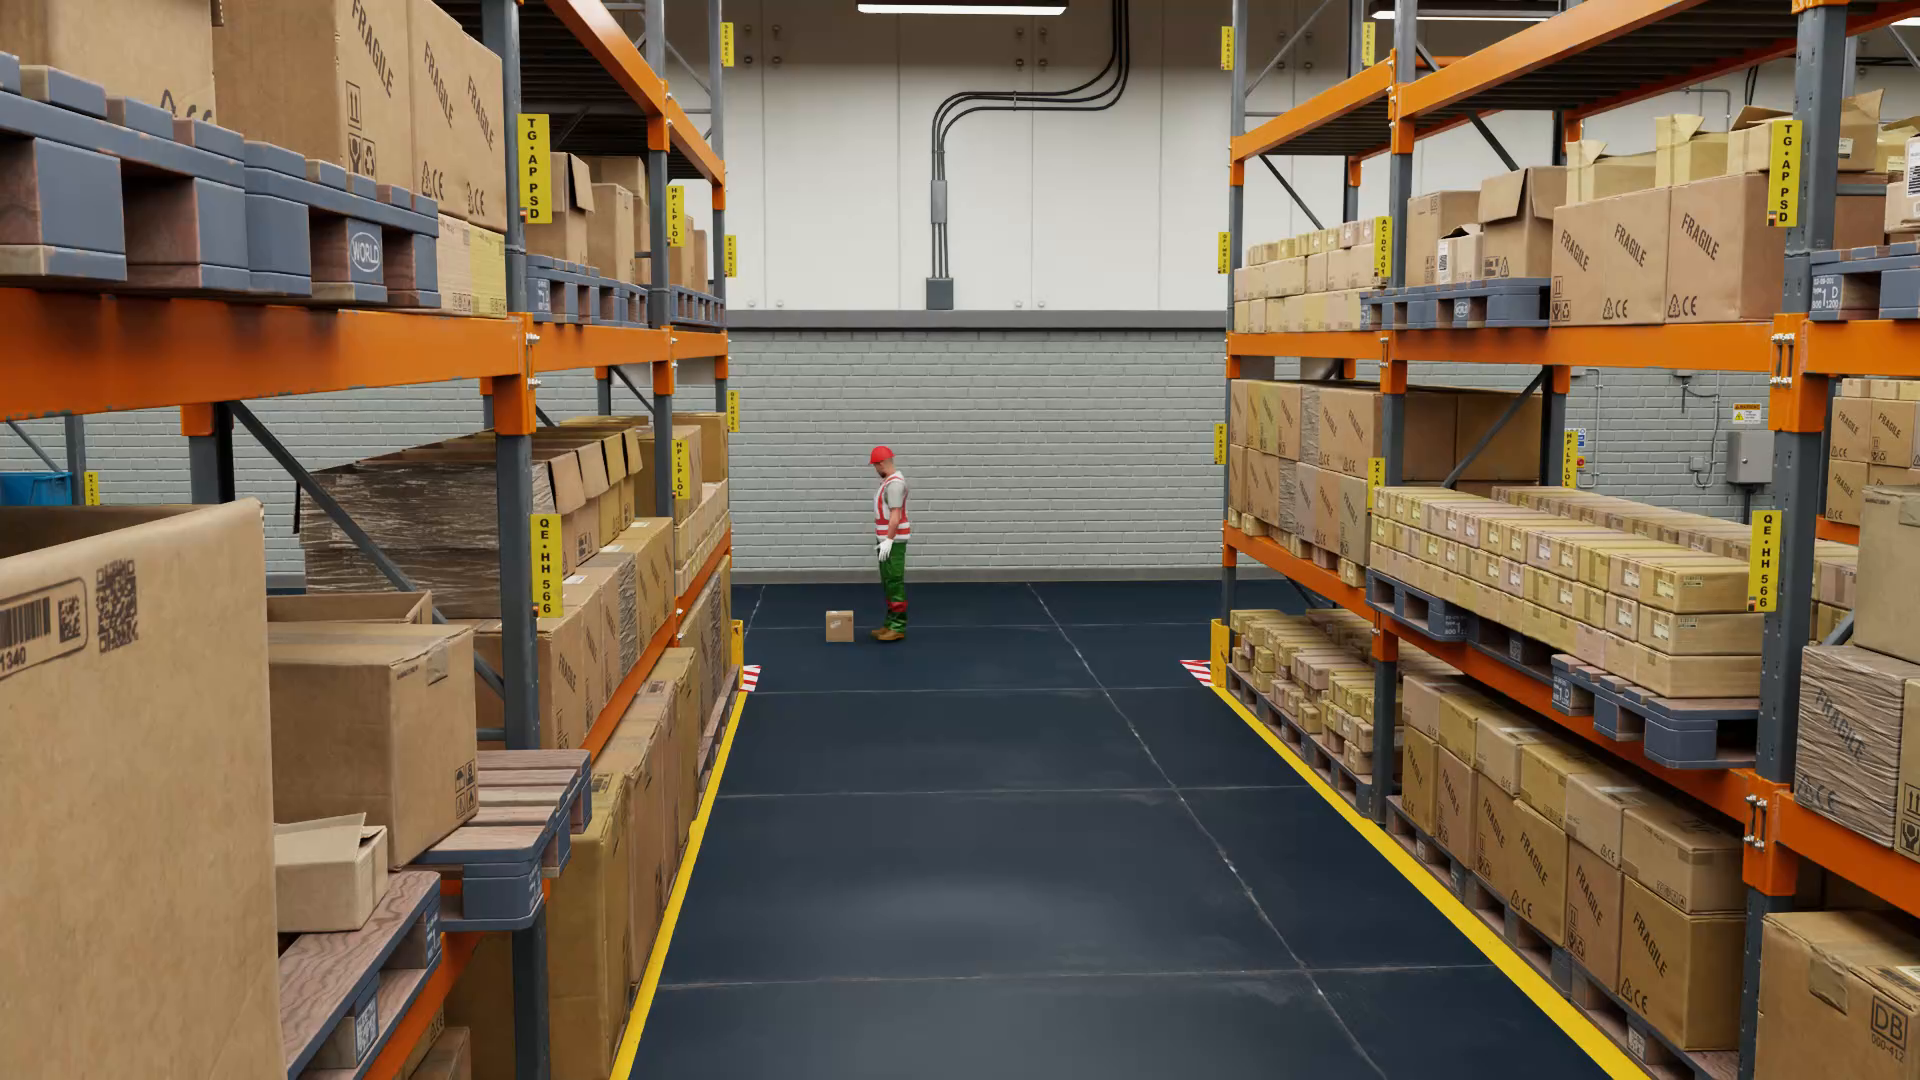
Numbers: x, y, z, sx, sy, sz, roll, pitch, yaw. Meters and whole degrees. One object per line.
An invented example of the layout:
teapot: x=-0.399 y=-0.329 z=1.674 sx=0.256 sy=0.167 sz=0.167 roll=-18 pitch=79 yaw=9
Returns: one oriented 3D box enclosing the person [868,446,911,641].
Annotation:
person: x=-0.647 y=0.033 z=15.314 sx=0.378 sy=1.800 sz=0.656 roll=-1 pitch=7 yaw=-12
